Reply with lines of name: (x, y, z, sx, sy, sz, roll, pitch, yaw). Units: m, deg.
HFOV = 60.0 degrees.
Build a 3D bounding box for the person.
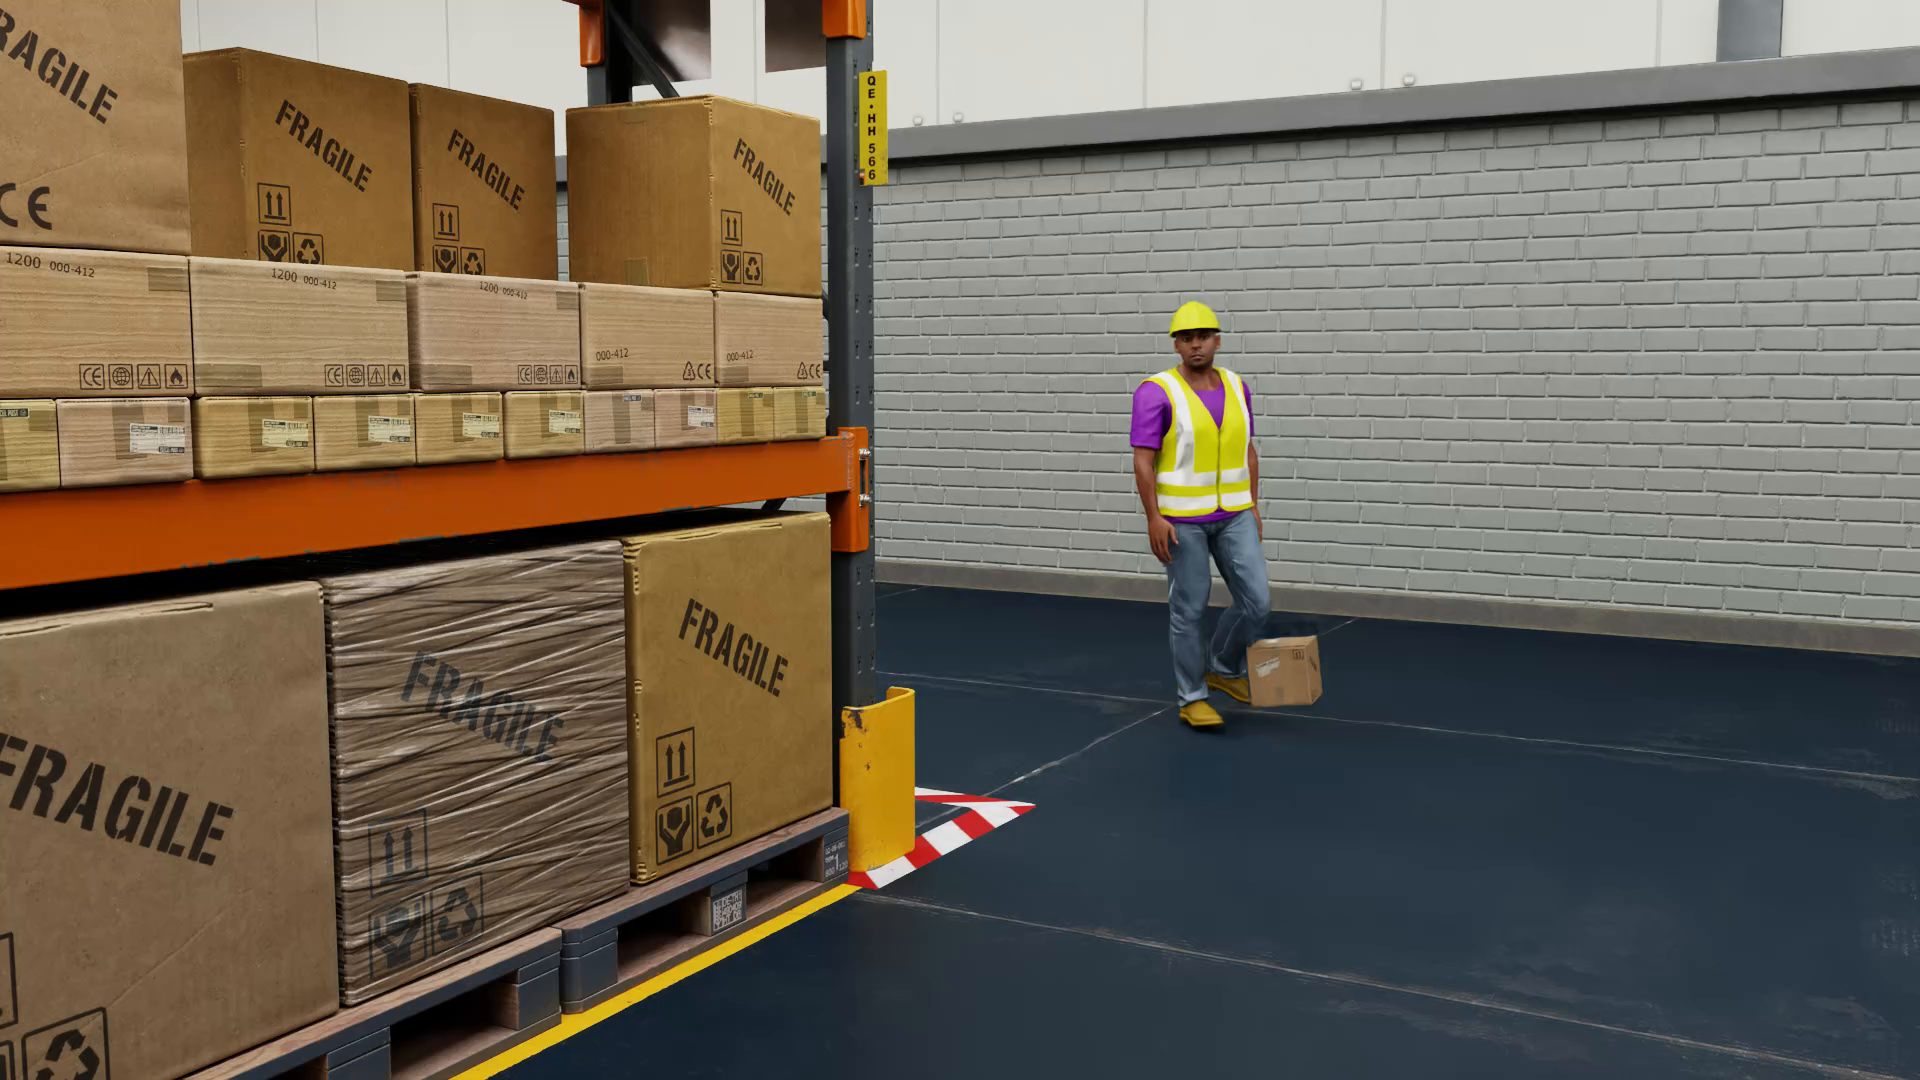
person: (1.010, -0.098, 6.887, 0.650, 1.763, 0.435, -2, 6, -19)
